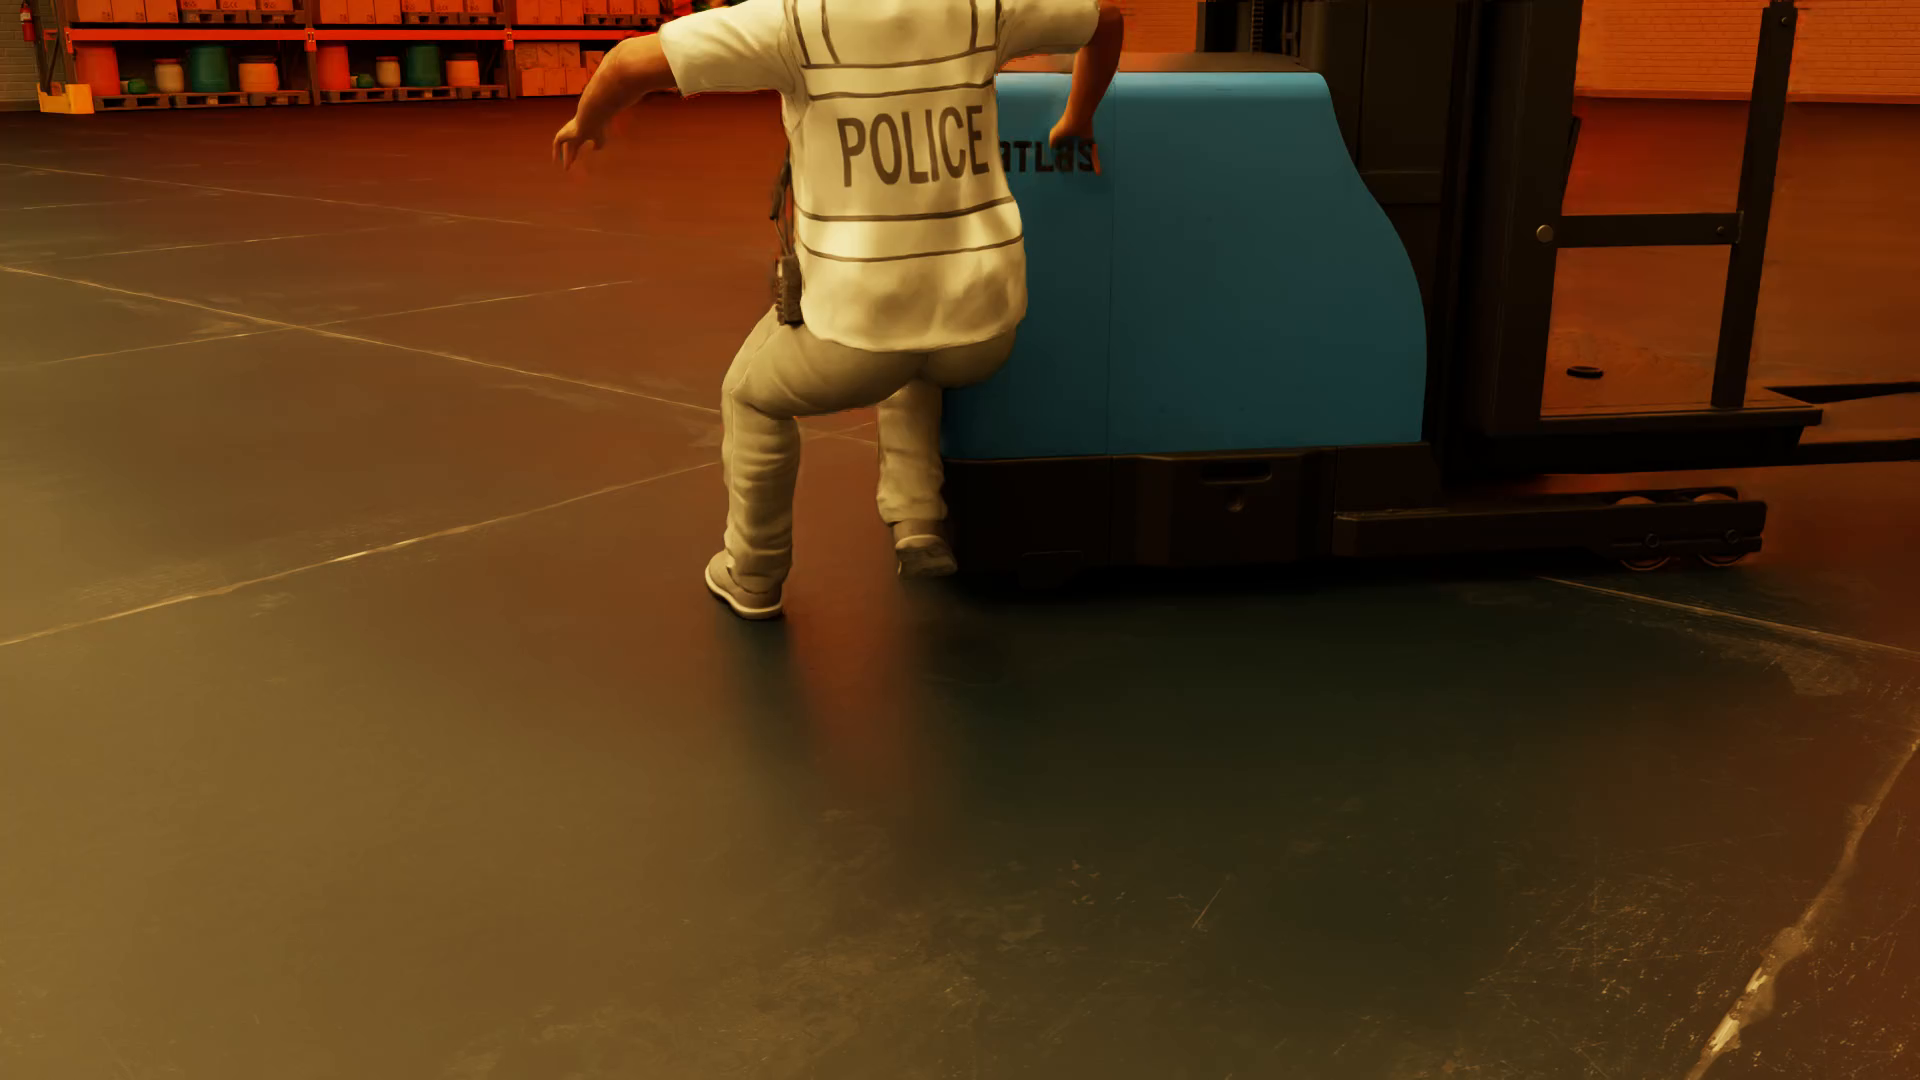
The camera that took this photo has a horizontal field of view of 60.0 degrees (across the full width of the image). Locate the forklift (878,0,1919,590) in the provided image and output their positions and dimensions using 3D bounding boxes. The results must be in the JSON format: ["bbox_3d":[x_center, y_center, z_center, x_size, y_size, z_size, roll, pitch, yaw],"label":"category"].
[{"bbox_3d":[1.351,-1.481,3.774,3.031,2.935,1.130,-3,17,-9],"label":"forklift"}]

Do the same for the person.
[{"bbox_3d":[-0.209,-0.533,3.146,1.039,1.473,0.809,-7,18,-21],"label":"person"}]
